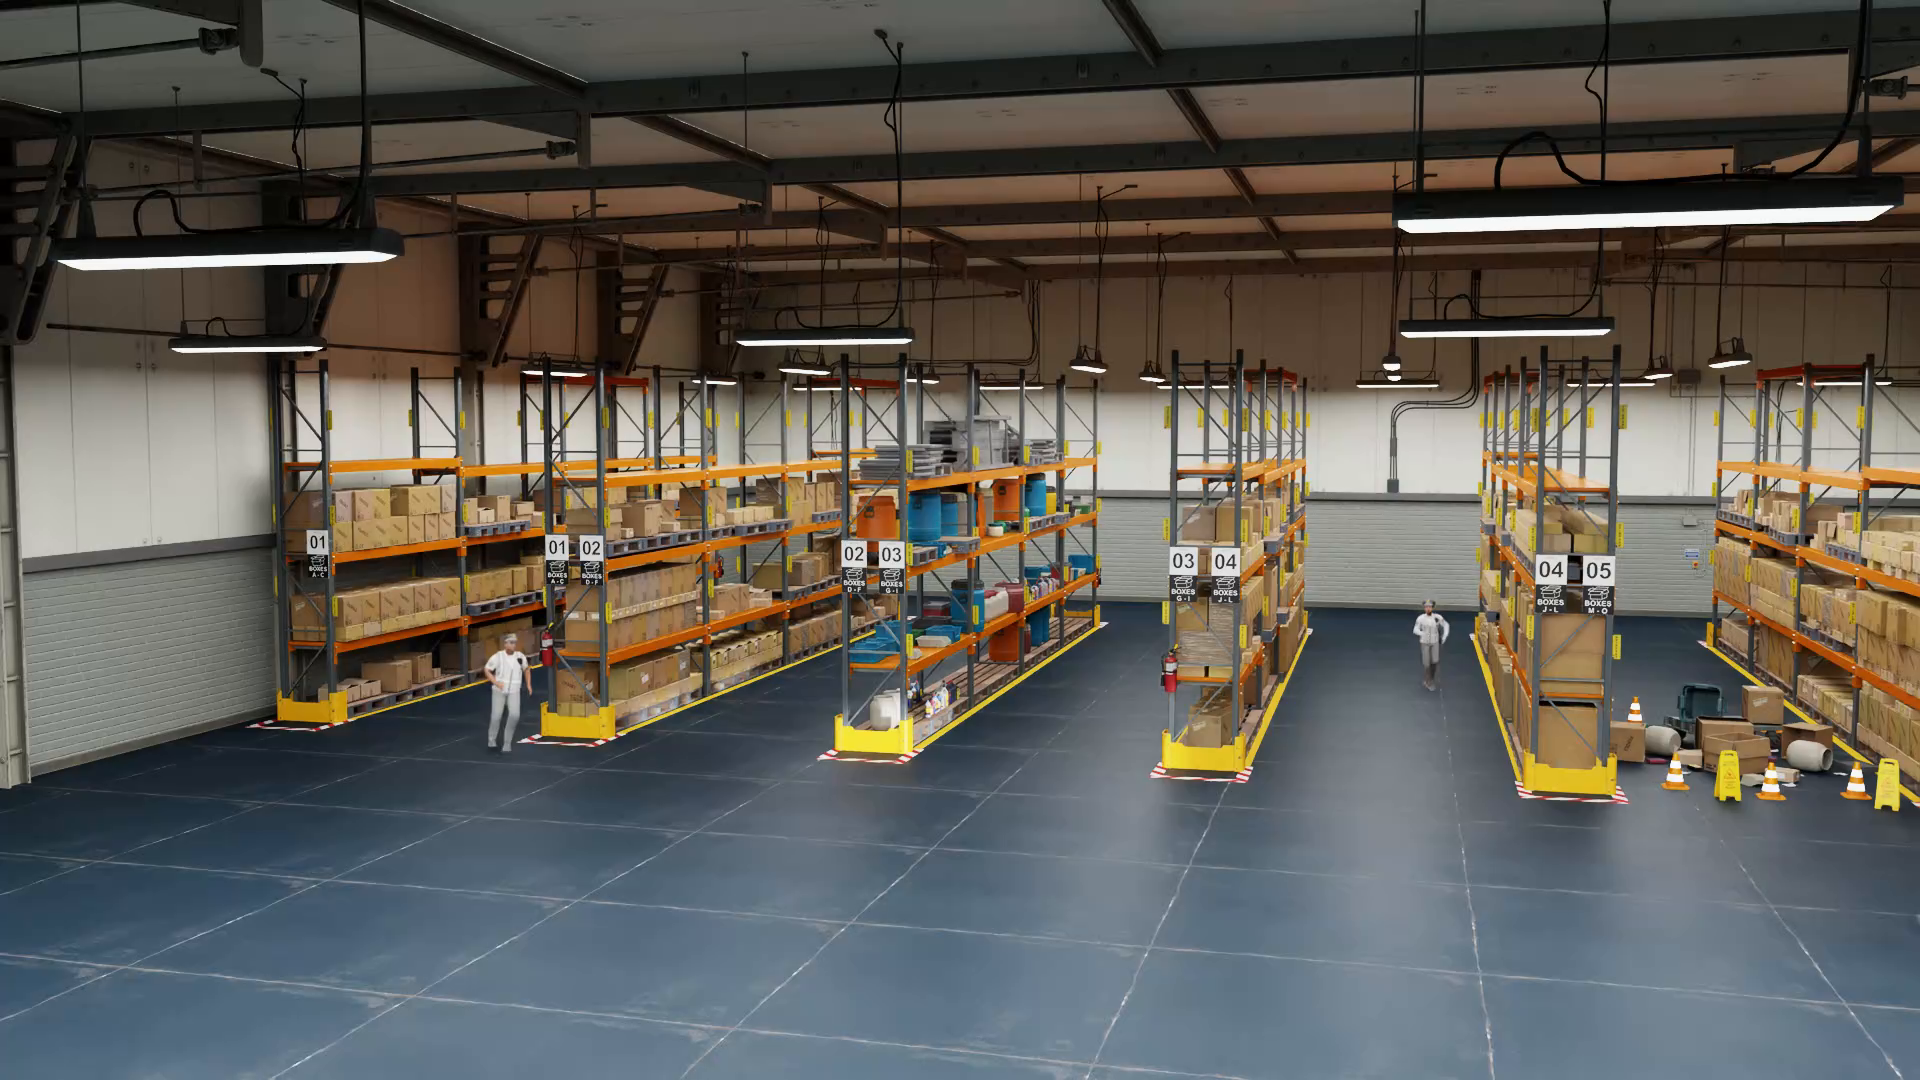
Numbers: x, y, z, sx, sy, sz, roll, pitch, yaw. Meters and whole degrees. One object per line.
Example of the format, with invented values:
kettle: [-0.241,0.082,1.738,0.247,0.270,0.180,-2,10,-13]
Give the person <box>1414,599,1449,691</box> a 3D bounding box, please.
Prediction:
person: [8.759,1.955,30.951,0.618,1.711,0.706,1,4,18]

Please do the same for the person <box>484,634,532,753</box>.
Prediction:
person: [-6.865,2.320,25.297,0.714,1.796,0.643,-2,5,-25]
